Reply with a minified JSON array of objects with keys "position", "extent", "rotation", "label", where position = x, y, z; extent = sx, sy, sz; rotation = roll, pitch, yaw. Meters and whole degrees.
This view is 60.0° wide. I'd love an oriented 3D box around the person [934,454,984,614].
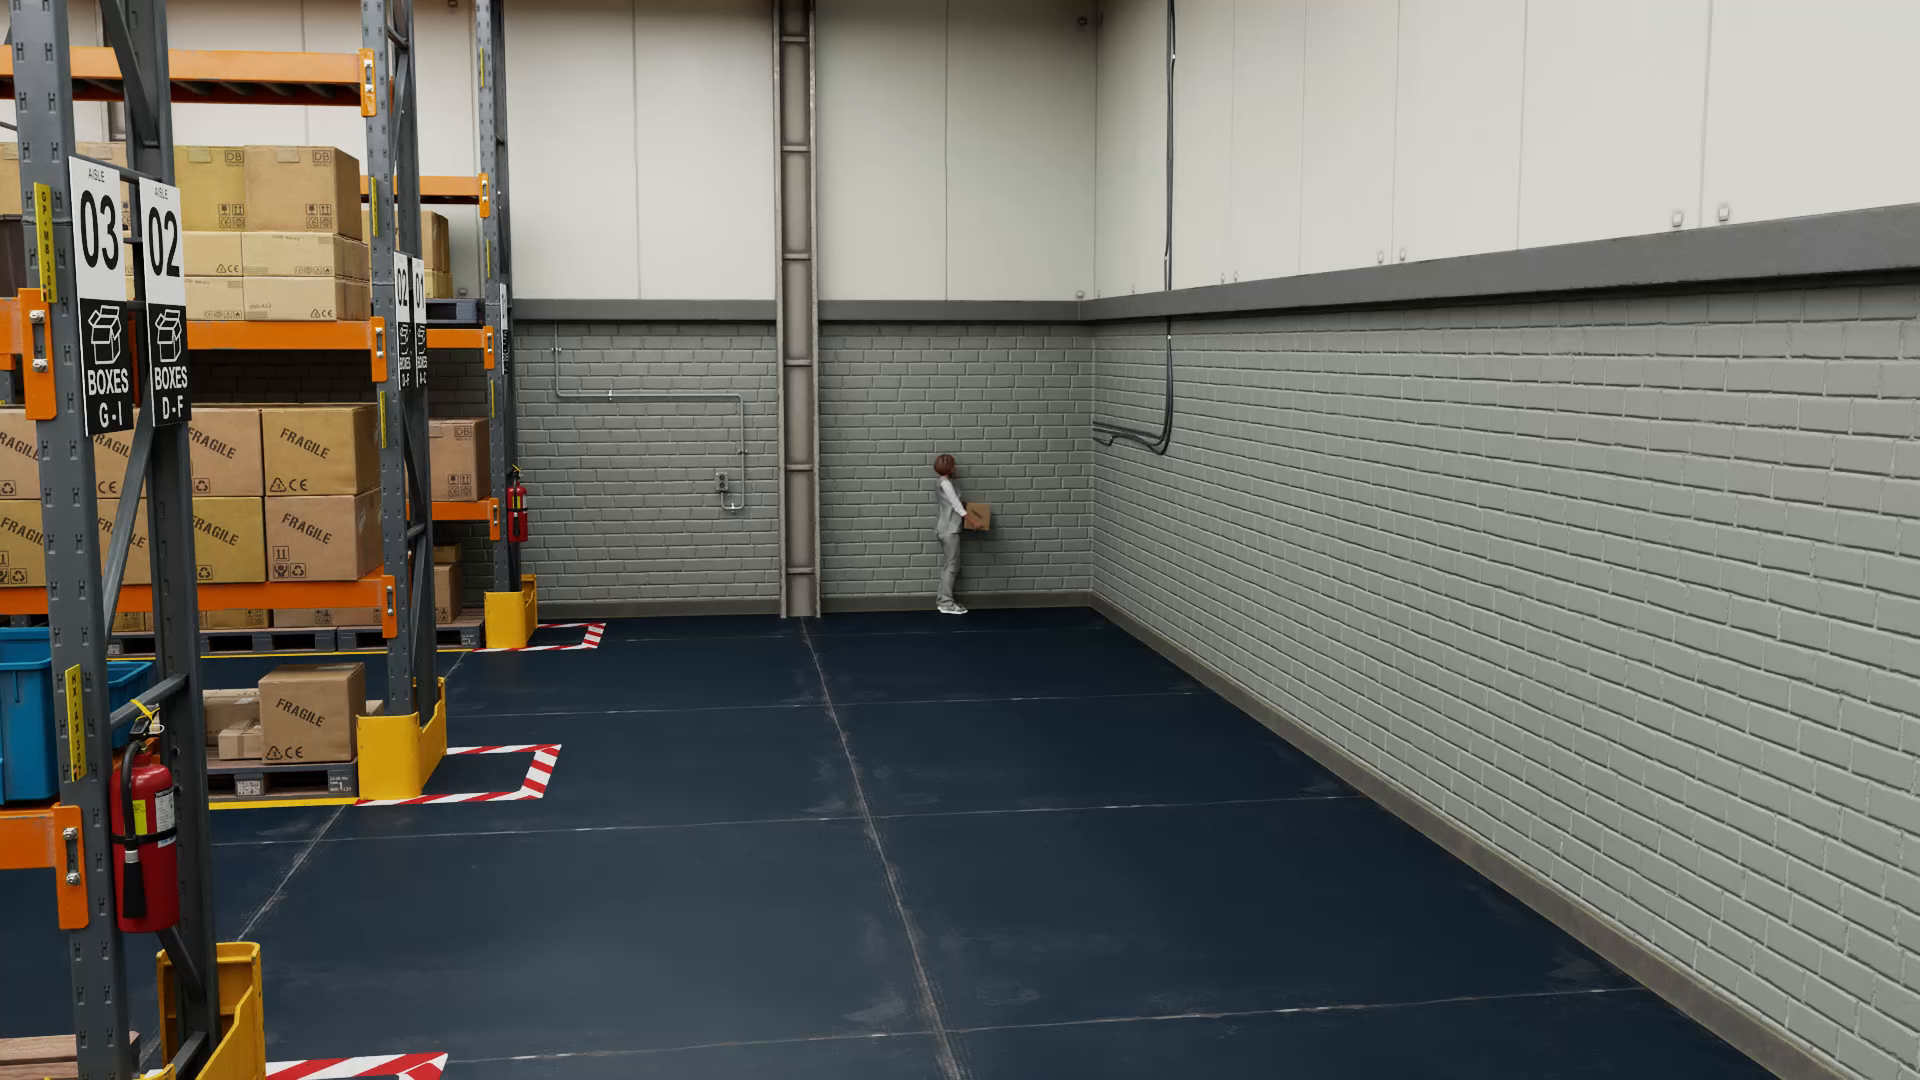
[{"position":[-0.015,-0.067,16.620],"extent":[0.494,1.593,0.404],"rotation":[-1,7,-8],"label":"person"}]
